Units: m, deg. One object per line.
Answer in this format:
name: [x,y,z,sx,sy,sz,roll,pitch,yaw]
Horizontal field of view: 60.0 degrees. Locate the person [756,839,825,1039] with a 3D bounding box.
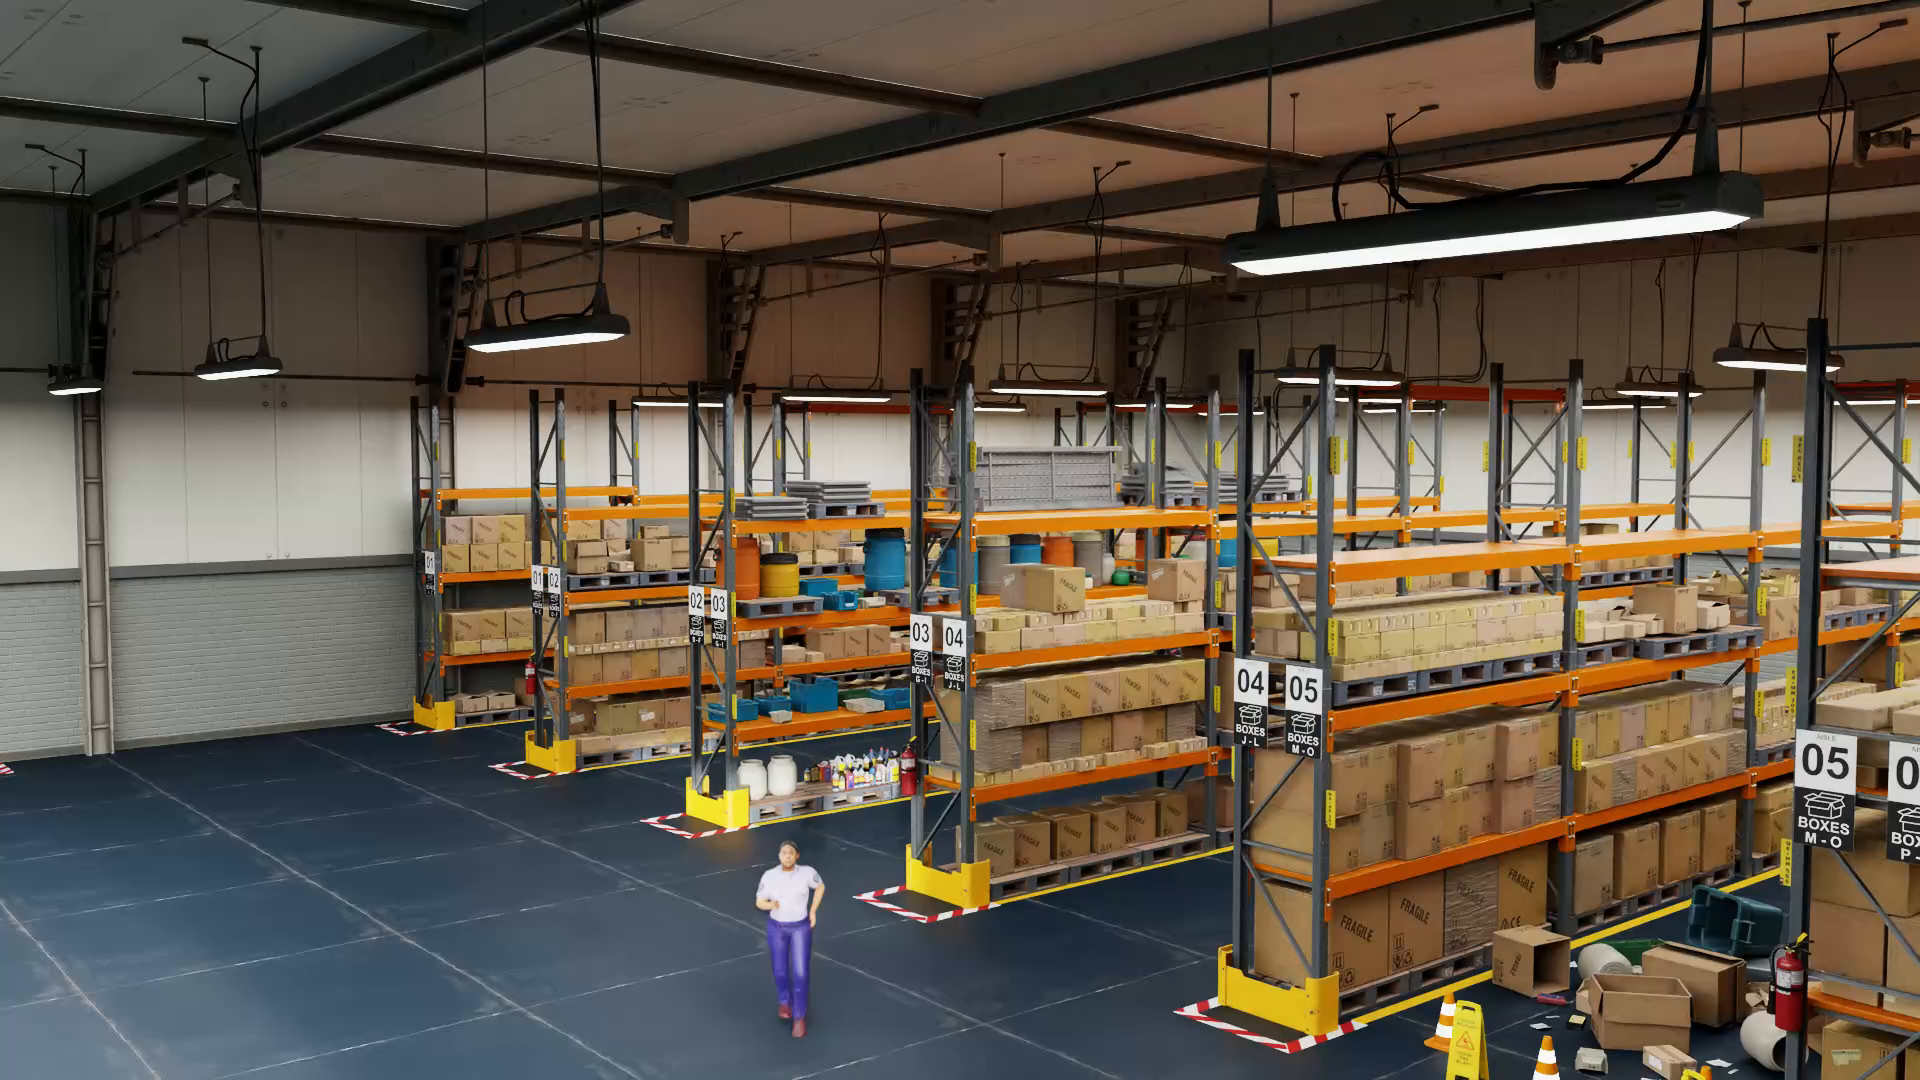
person: [-1.498,3.487,14.628,0.584,1.706,0.701,0,3,0]

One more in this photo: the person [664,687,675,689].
person: [-5.156,2.566,29.814,0.628,1.673,0.661,-3,4,-41]
